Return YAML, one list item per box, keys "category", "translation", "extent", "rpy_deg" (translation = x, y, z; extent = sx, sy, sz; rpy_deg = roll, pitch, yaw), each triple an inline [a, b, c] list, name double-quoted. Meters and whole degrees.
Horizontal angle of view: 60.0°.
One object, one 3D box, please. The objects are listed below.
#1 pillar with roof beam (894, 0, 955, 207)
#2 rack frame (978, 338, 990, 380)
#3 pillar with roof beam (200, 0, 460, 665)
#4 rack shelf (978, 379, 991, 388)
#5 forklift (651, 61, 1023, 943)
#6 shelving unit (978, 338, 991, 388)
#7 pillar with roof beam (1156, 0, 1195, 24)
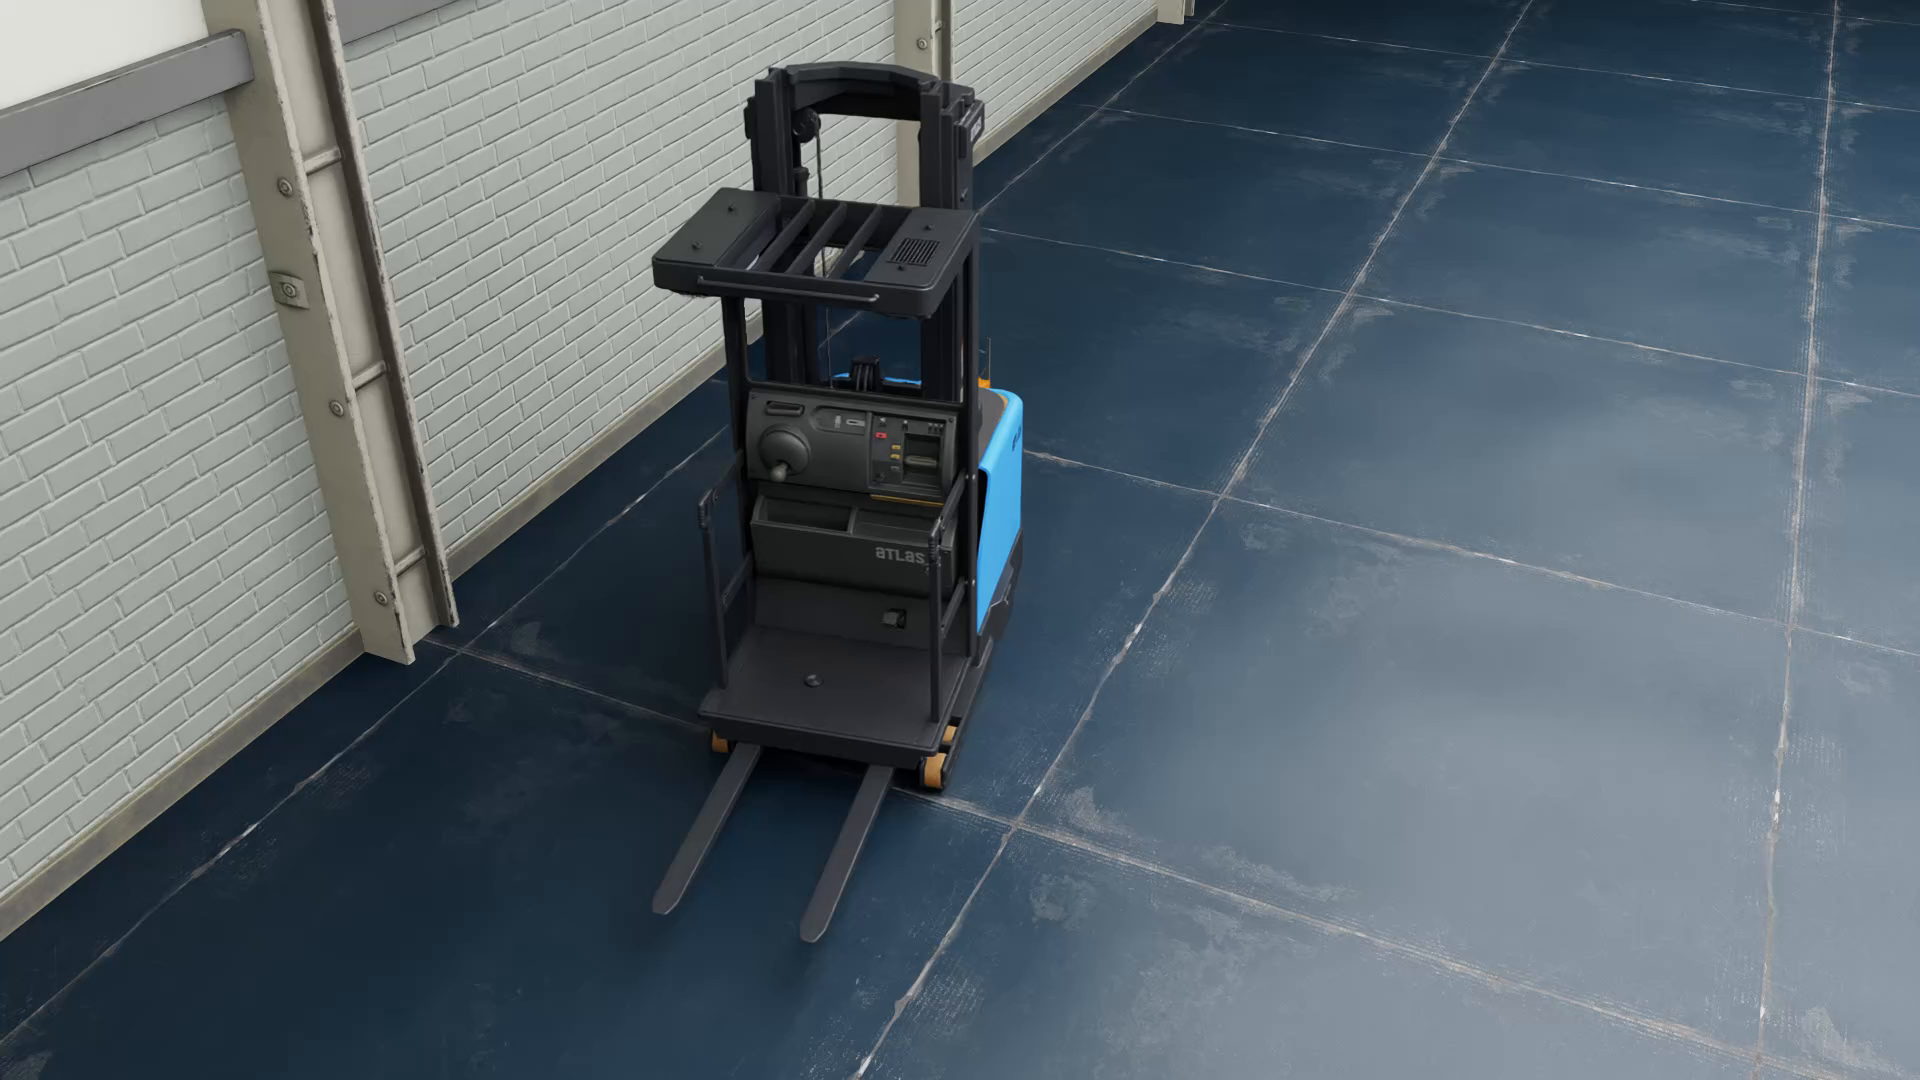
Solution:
- category: "pillar with roof beam"
  translation: [3.651, -5.282, 8.967]
  extent: [9.100, 9.000, 0.400]
  rpy_deg: [14, 36, 20]
- category: "rack frame"
  translation: [0.044, -0.555, 8.870]
  extent: [0.240, 1.200, 0.006]
  rpy_deg: [14, 36, 20]
- category: "pillar with roof beam"
  translation: [1.140, -2.293, 4.409]
  extent: [9.100, 9.000, 0.400]
  rpy_deg: [14, 36, 20]
- category: "rack shelf"
  translation: [0.006, -0.773, 8.627]
  extent: [0.258, 0.103, 0.180]
  rpy_deg: [14, 36, 20]
- category: "forklift"
  translation: [-0.520, -0.348, 6.977]
  extent: [1.130, 2.935, 3.031]
  rpy_deg: [8, 34, 11]
- category: "shelving unit"
  translation: [0.006, -0.509, 8.800]
  extent: [0.258, 1.200, 0.189]
  rpy_deg: [14, 36, 20]
- category: "pillar with roof beam"
  translation: [6.161, -8.270, 13.524]
  extent: [9.100, 9.000, 0.400]
  rpy_deg: [14, 36, 20]
